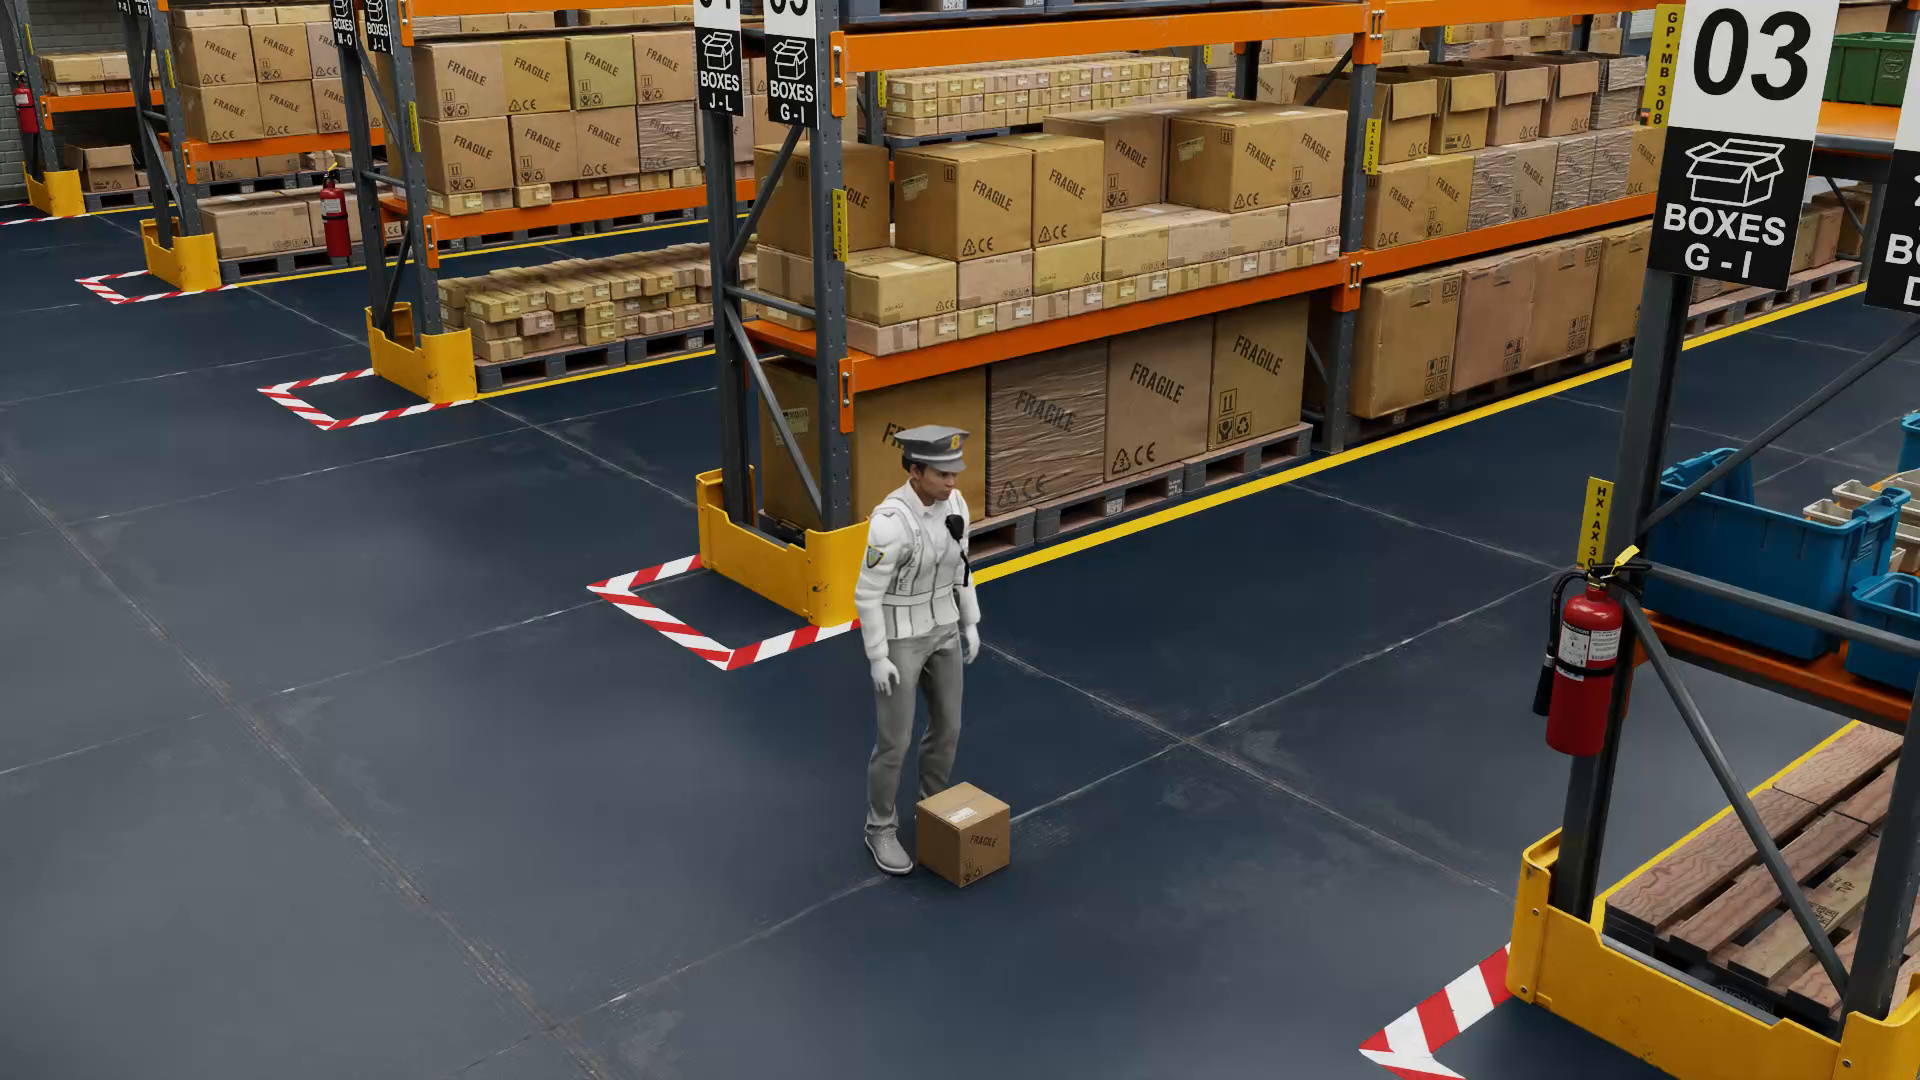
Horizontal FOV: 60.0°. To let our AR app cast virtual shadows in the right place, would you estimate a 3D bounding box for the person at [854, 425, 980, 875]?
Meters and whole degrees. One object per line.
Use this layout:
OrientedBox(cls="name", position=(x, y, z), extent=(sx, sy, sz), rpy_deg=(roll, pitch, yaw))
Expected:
OrientedBox(cls="person", position=(-0.144, 0.372, 6.113), extent=(0.542, 1.664, 0.373), rpy_deg=(-18, 28, -39))
